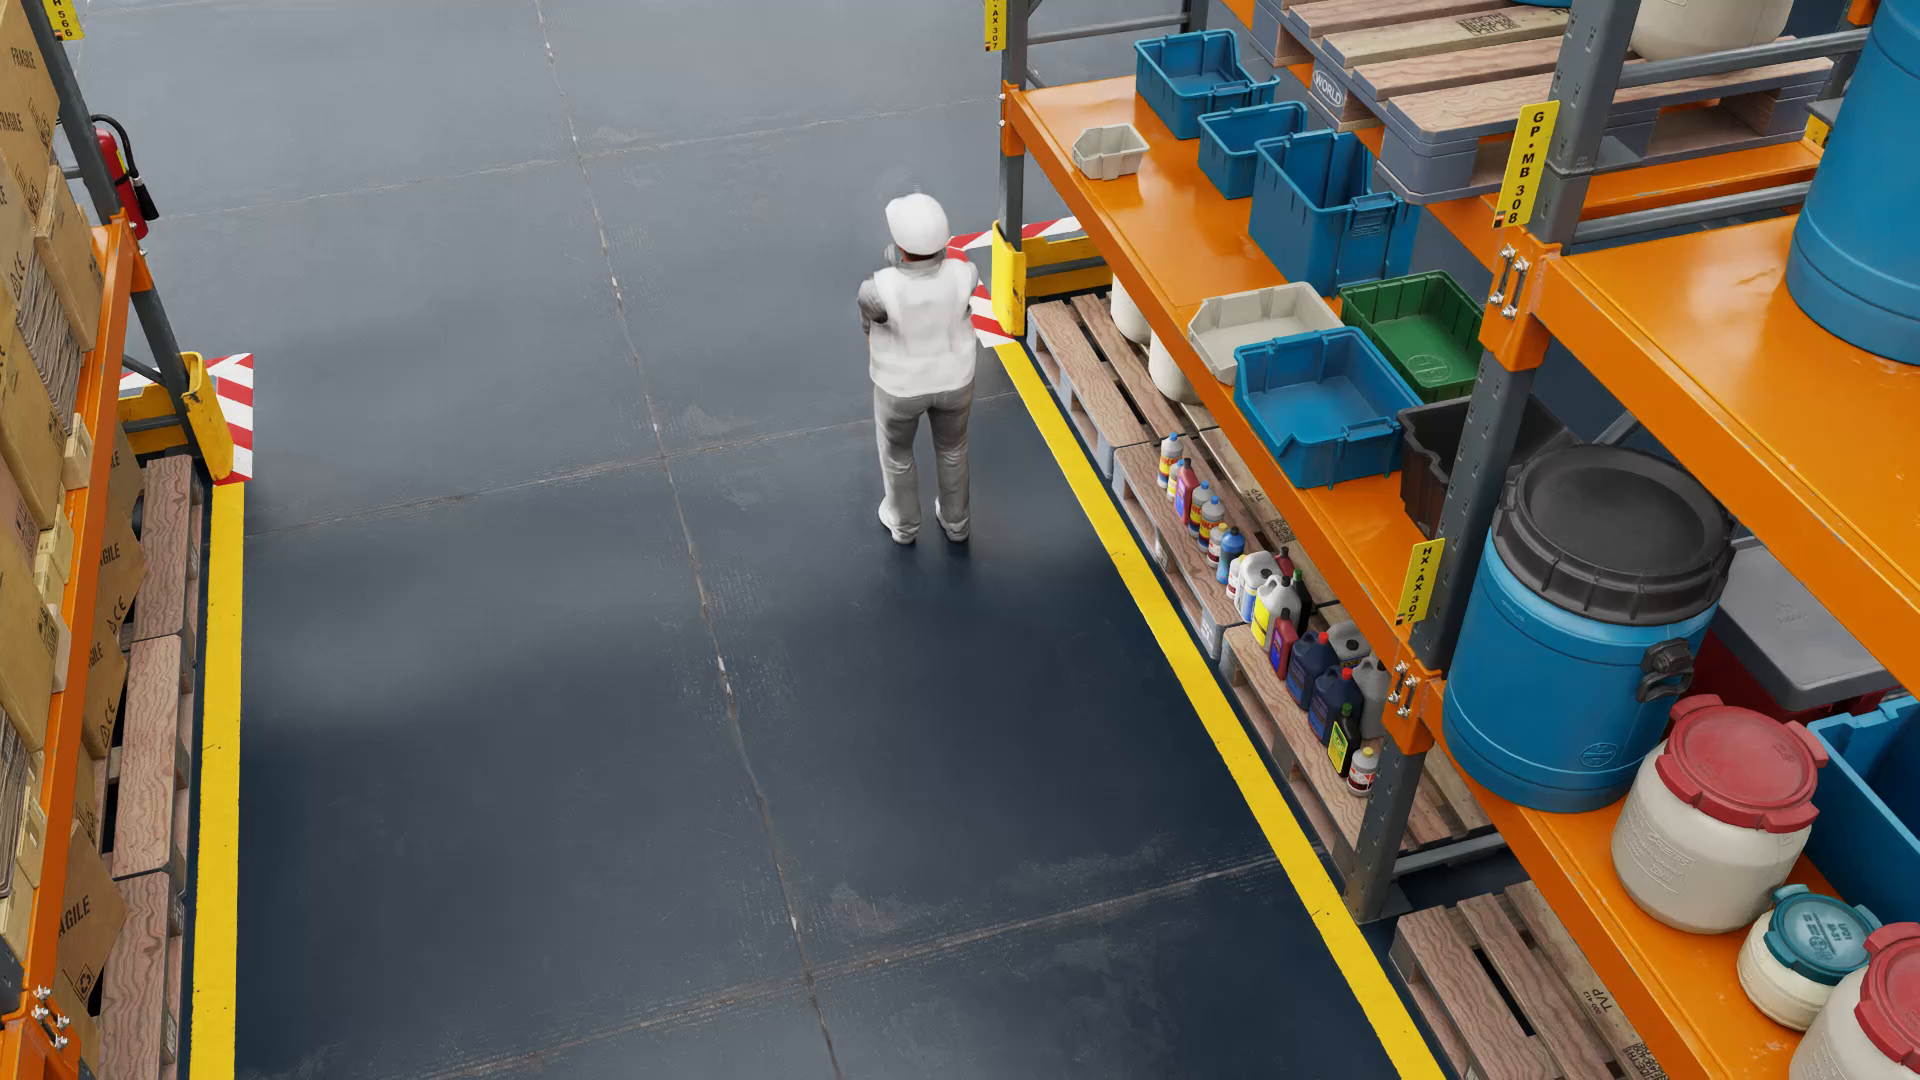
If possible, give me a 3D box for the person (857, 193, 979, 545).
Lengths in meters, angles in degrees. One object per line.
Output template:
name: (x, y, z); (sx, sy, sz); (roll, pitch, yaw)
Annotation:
person: (-0.196, -0.740, 6.970); (0.494, 1.762, 0.559); (-11, 43, -12)
